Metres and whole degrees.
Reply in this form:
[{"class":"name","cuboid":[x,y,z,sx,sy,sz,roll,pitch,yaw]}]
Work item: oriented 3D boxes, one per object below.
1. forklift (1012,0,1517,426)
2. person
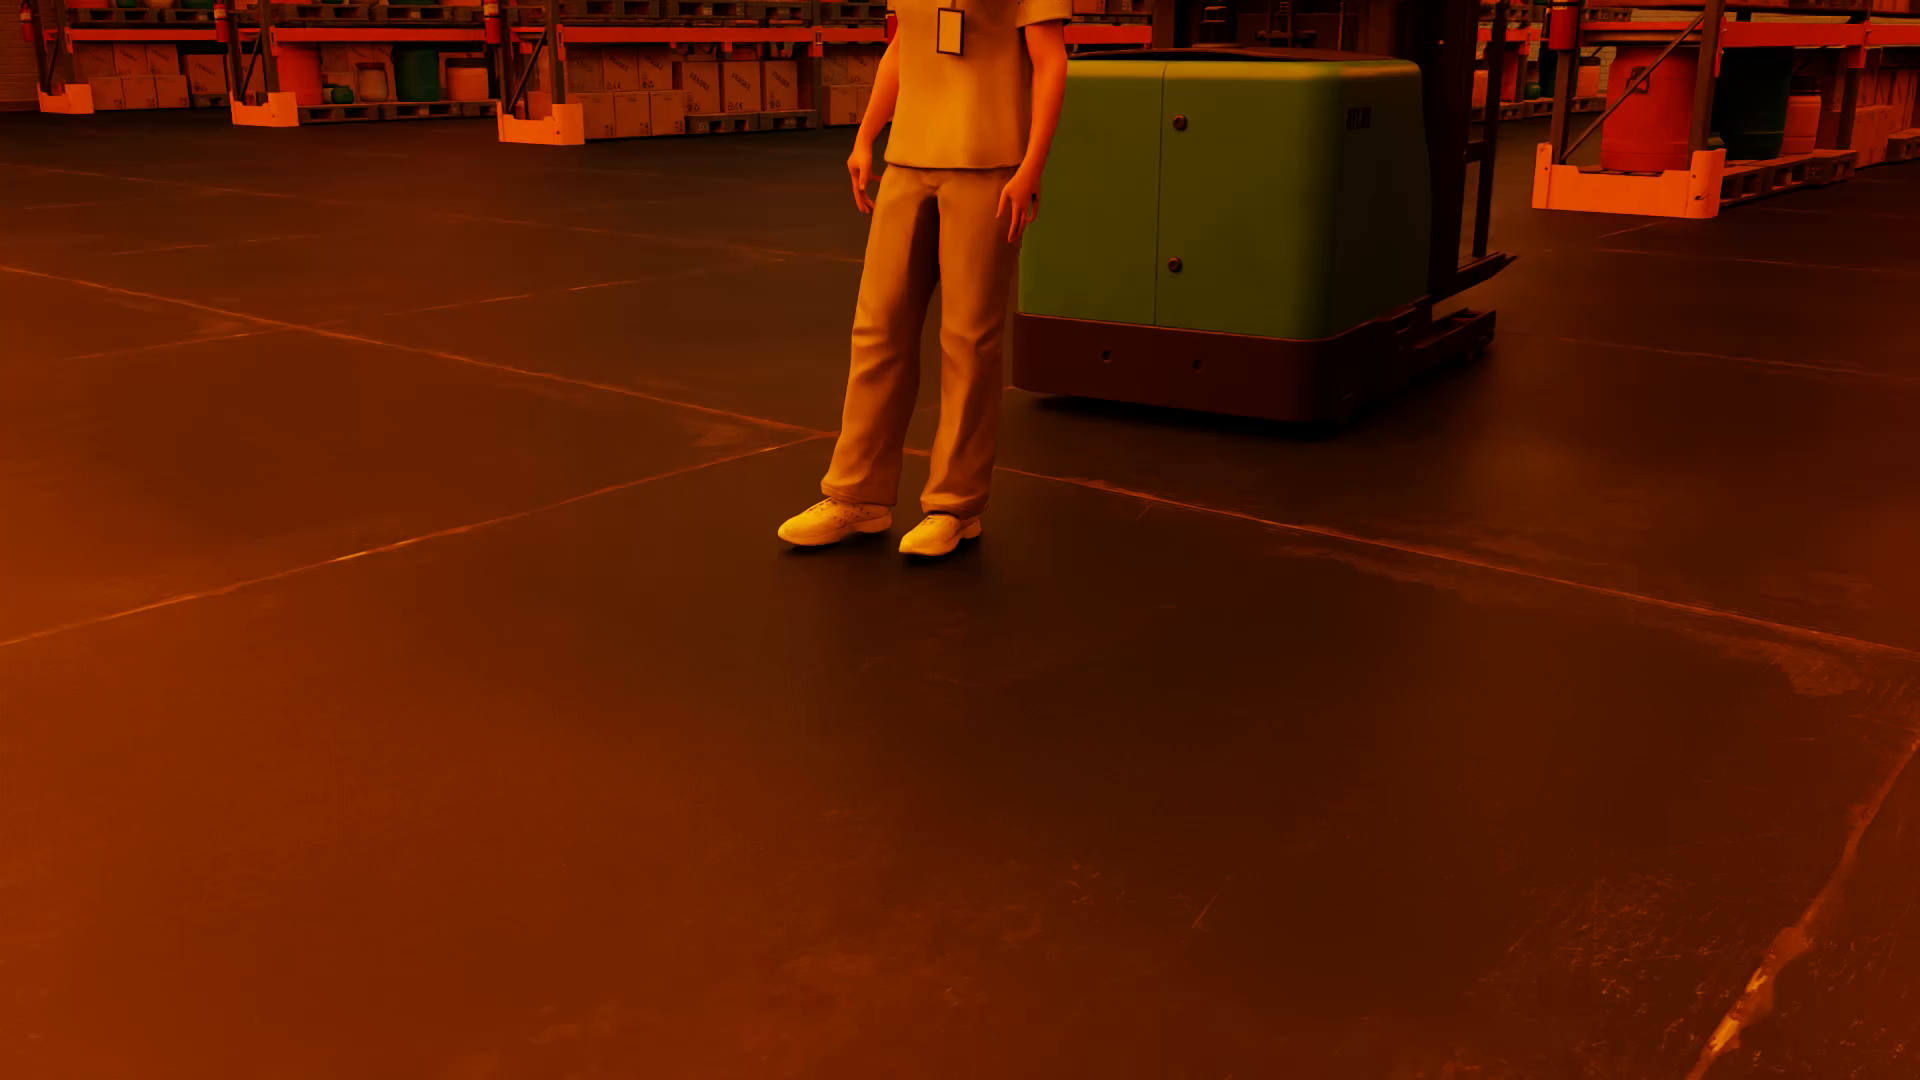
[{"class":"forklift","cuboid":[1.364,-2.117,5.868,1.130,2.935,3.031,10,20,30]},{"class":"person","cuboid":[-0.057,-0.795,3.650,0.550,1.675,0.549,13,21,37]}]
